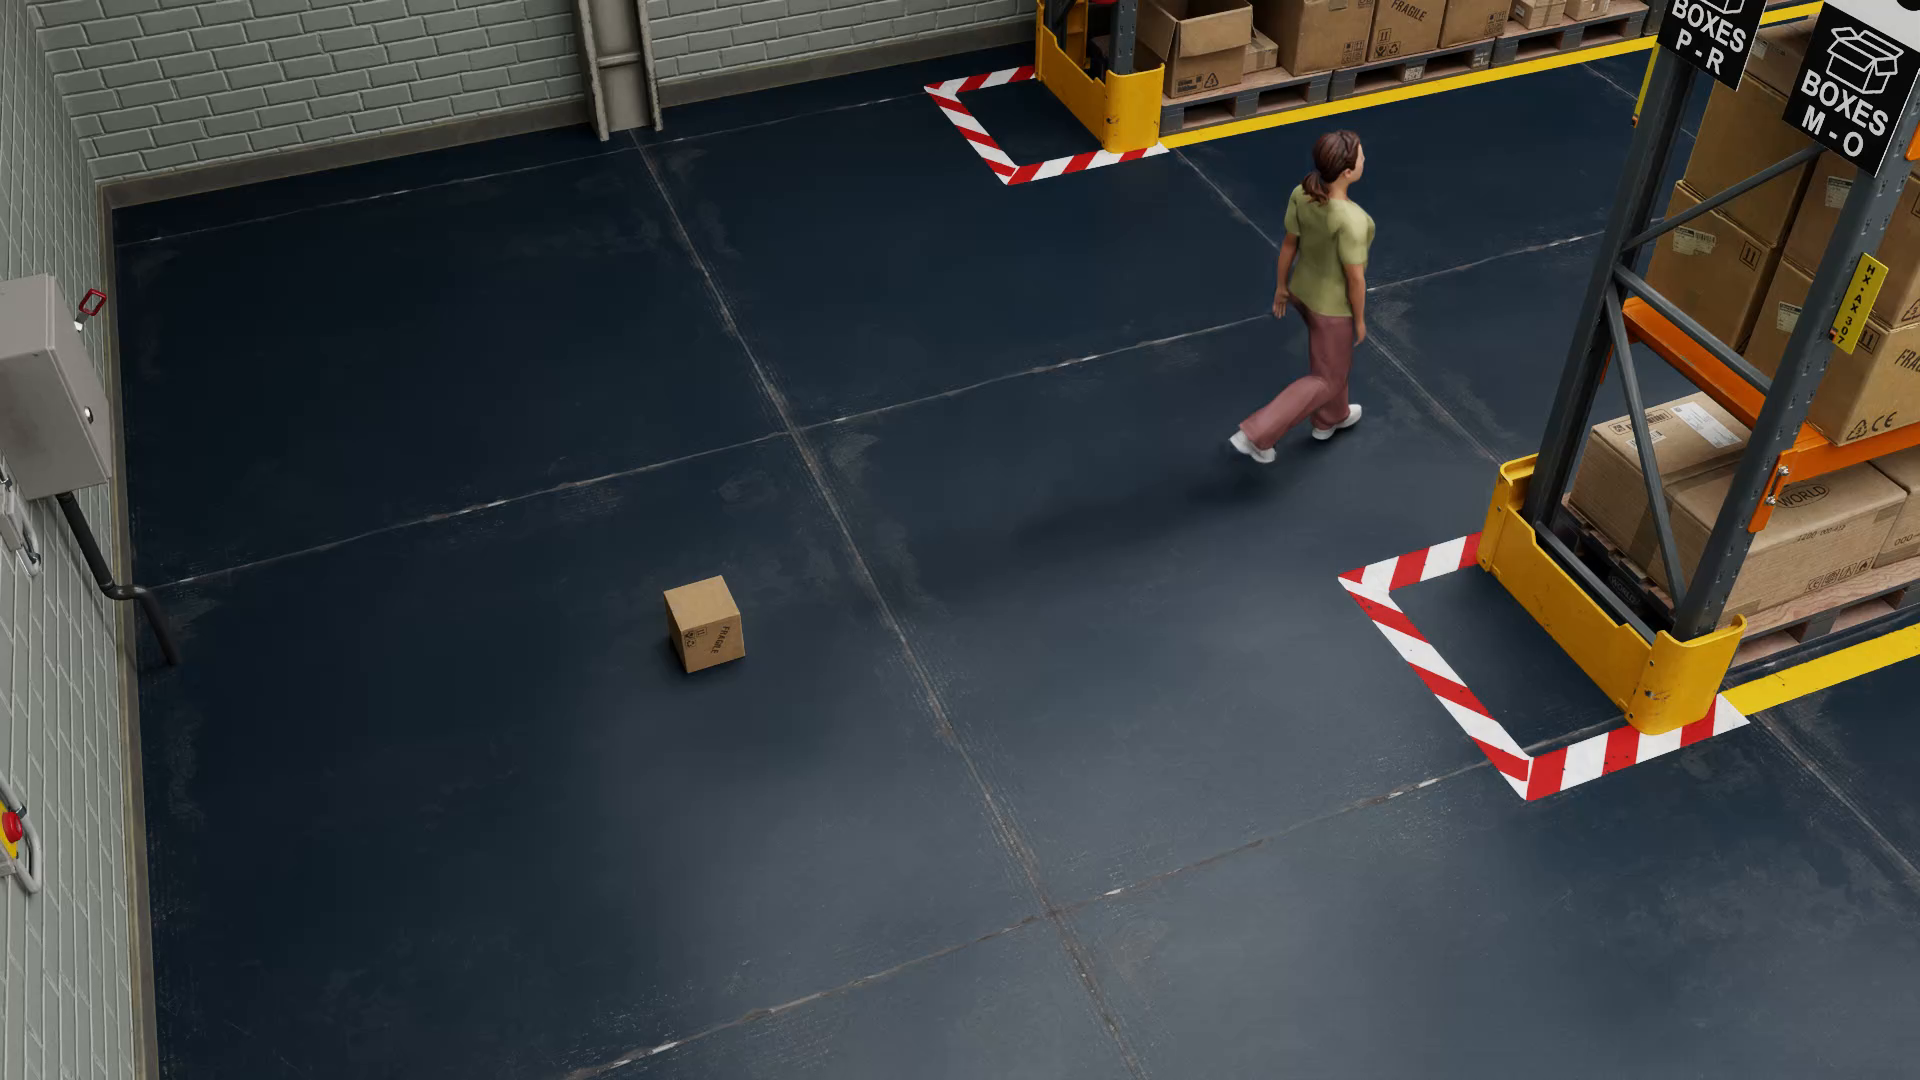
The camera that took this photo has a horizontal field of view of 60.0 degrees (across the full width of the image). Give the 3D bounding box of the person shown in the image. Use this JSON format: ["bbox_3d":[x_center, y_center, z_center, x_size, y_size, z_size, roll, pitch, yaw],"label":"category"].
[{"bbox_3d":[1.583,-1.036,7.306,0.869,1.640,0.452,-20,45,-20],"label":"person"}]
